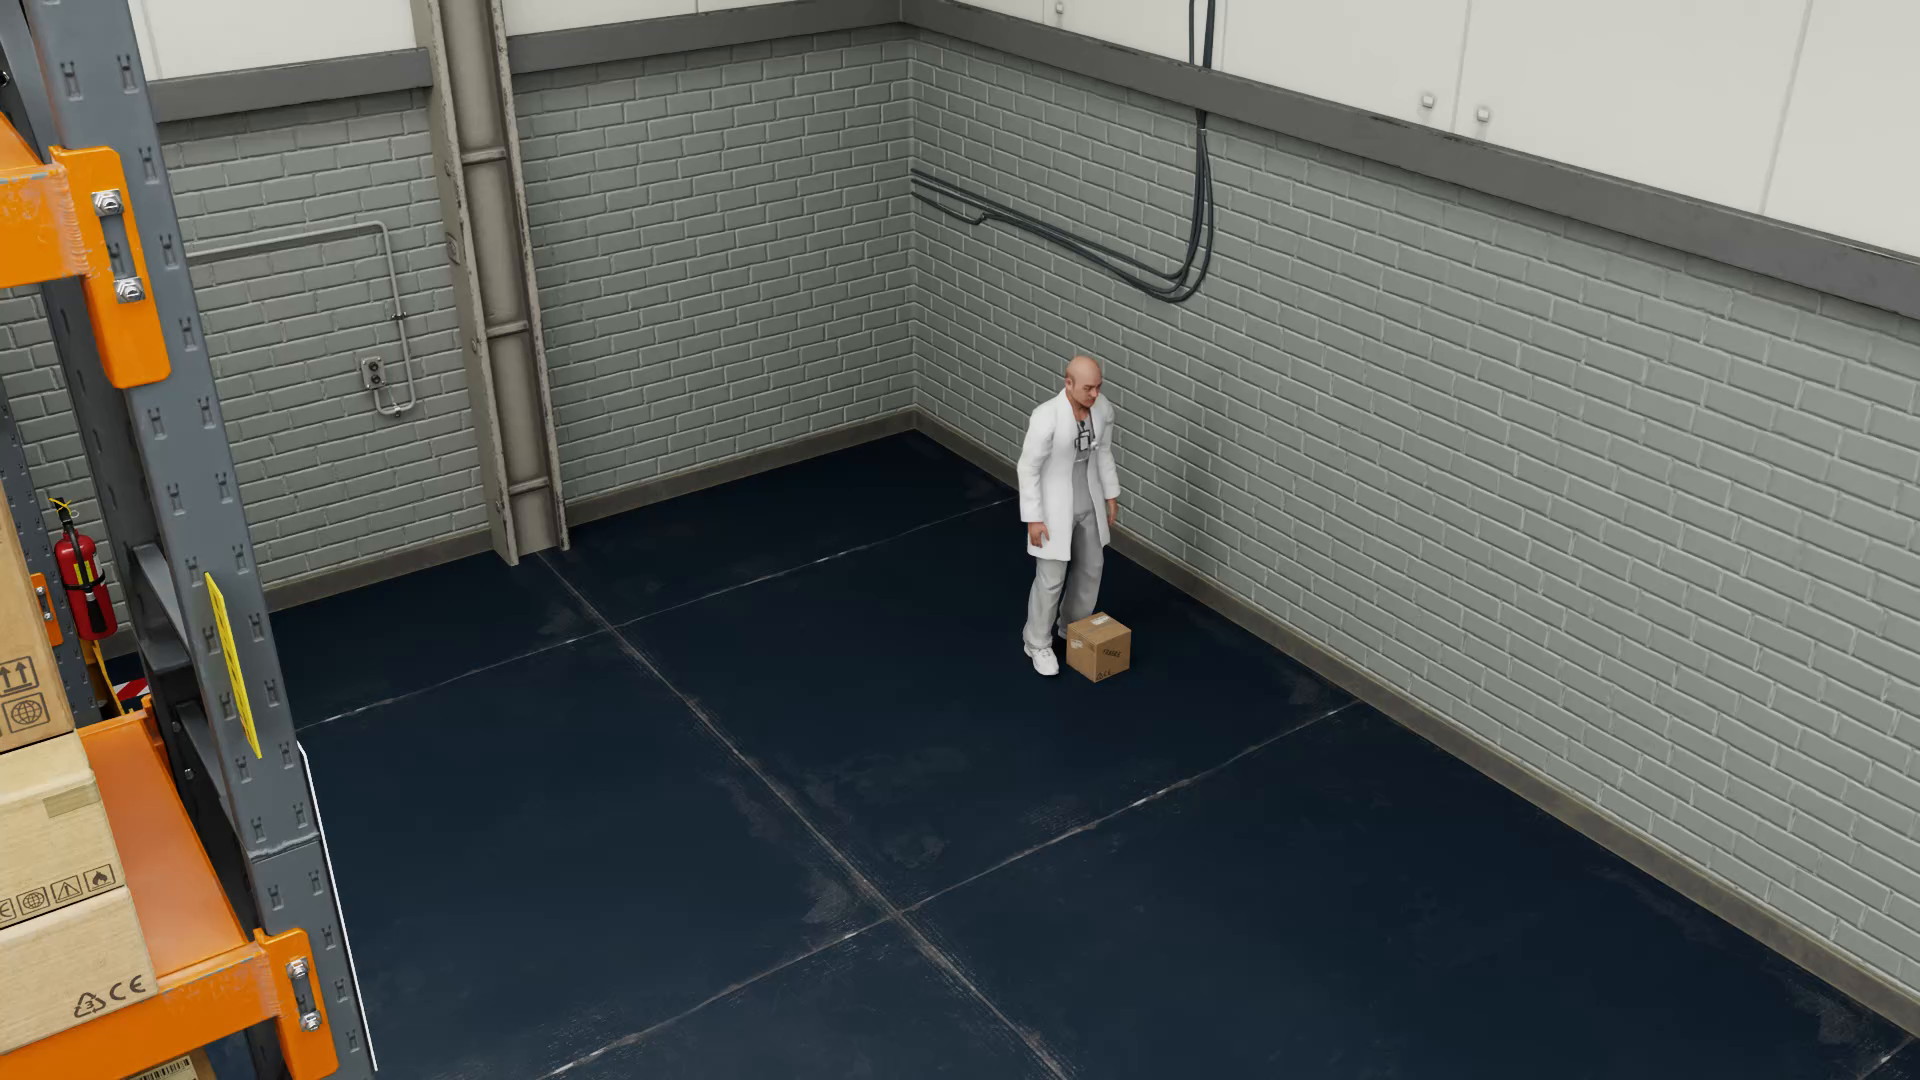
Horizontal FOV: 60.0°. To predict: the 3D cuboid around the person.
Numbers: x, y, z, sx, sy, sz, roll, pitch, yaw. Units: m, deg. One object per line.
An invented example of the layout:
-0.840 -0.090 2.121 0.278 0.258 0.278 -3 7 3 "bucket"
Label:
0.594 -0.166 8.949 0.644 1.774 0.428 -18 33 -30 "person"
